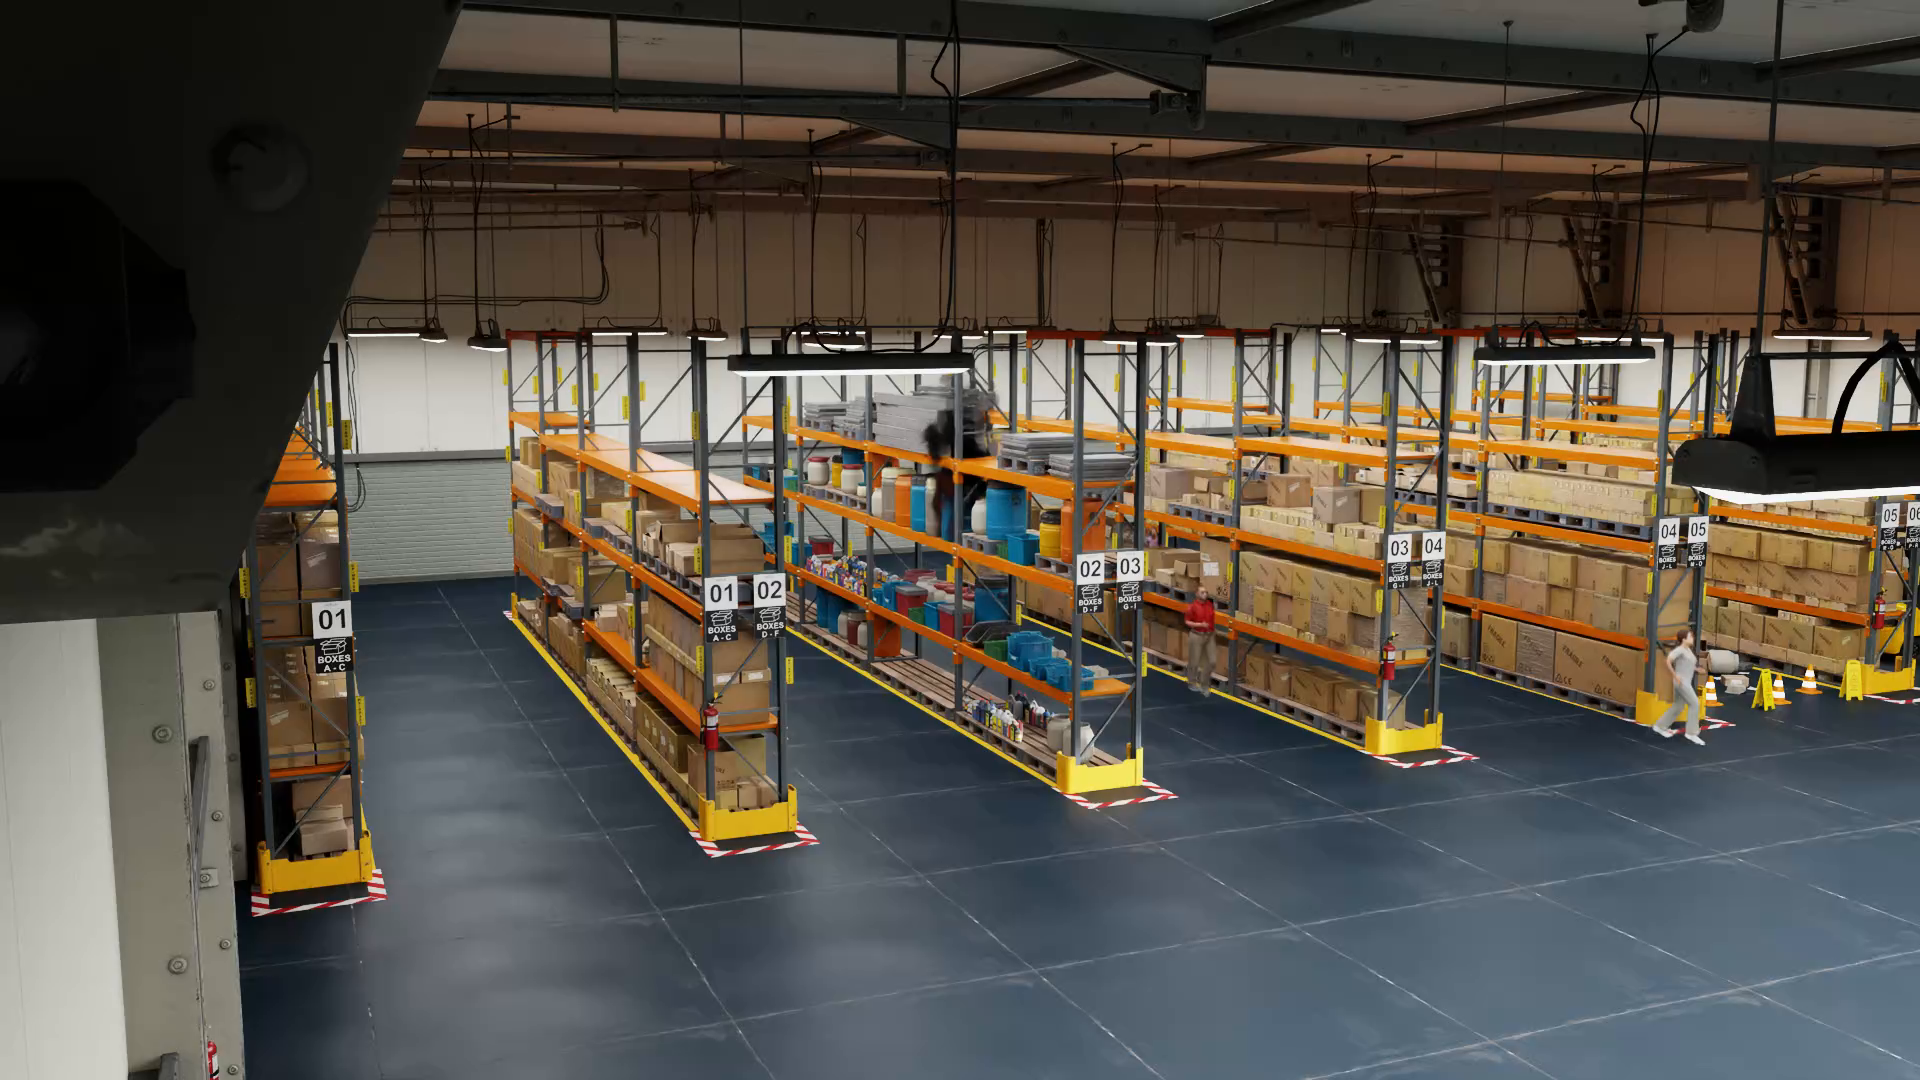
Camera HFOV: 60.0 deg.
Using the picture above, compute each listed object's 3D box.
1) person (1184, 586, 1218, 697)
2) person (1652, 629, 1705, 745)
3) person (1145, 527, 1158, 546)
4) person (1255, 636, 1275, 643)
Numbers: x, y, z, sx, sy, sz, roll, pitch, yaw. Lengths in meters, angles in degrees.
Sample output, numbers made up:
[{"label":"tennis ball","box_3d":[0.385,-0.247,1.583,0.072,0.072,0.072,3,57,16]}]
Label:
[{"label":"person","box_3d":[3.893,1.634,26.484,0.645,1.803,0.647,-4,9,-25]},{"label":"person","box_3d":[10.724,2.153,24.683,0.753,1.684,0.563,5,9,33]},{"label":"person","box_3d":[4.342,0.474,37.504,0.532,1.573,0.586,-3,8,-19]},{"label":"person","box_3d":[5.969,1.116,31.999,0.673,1.812,0.706,-5,9,-30]}]
